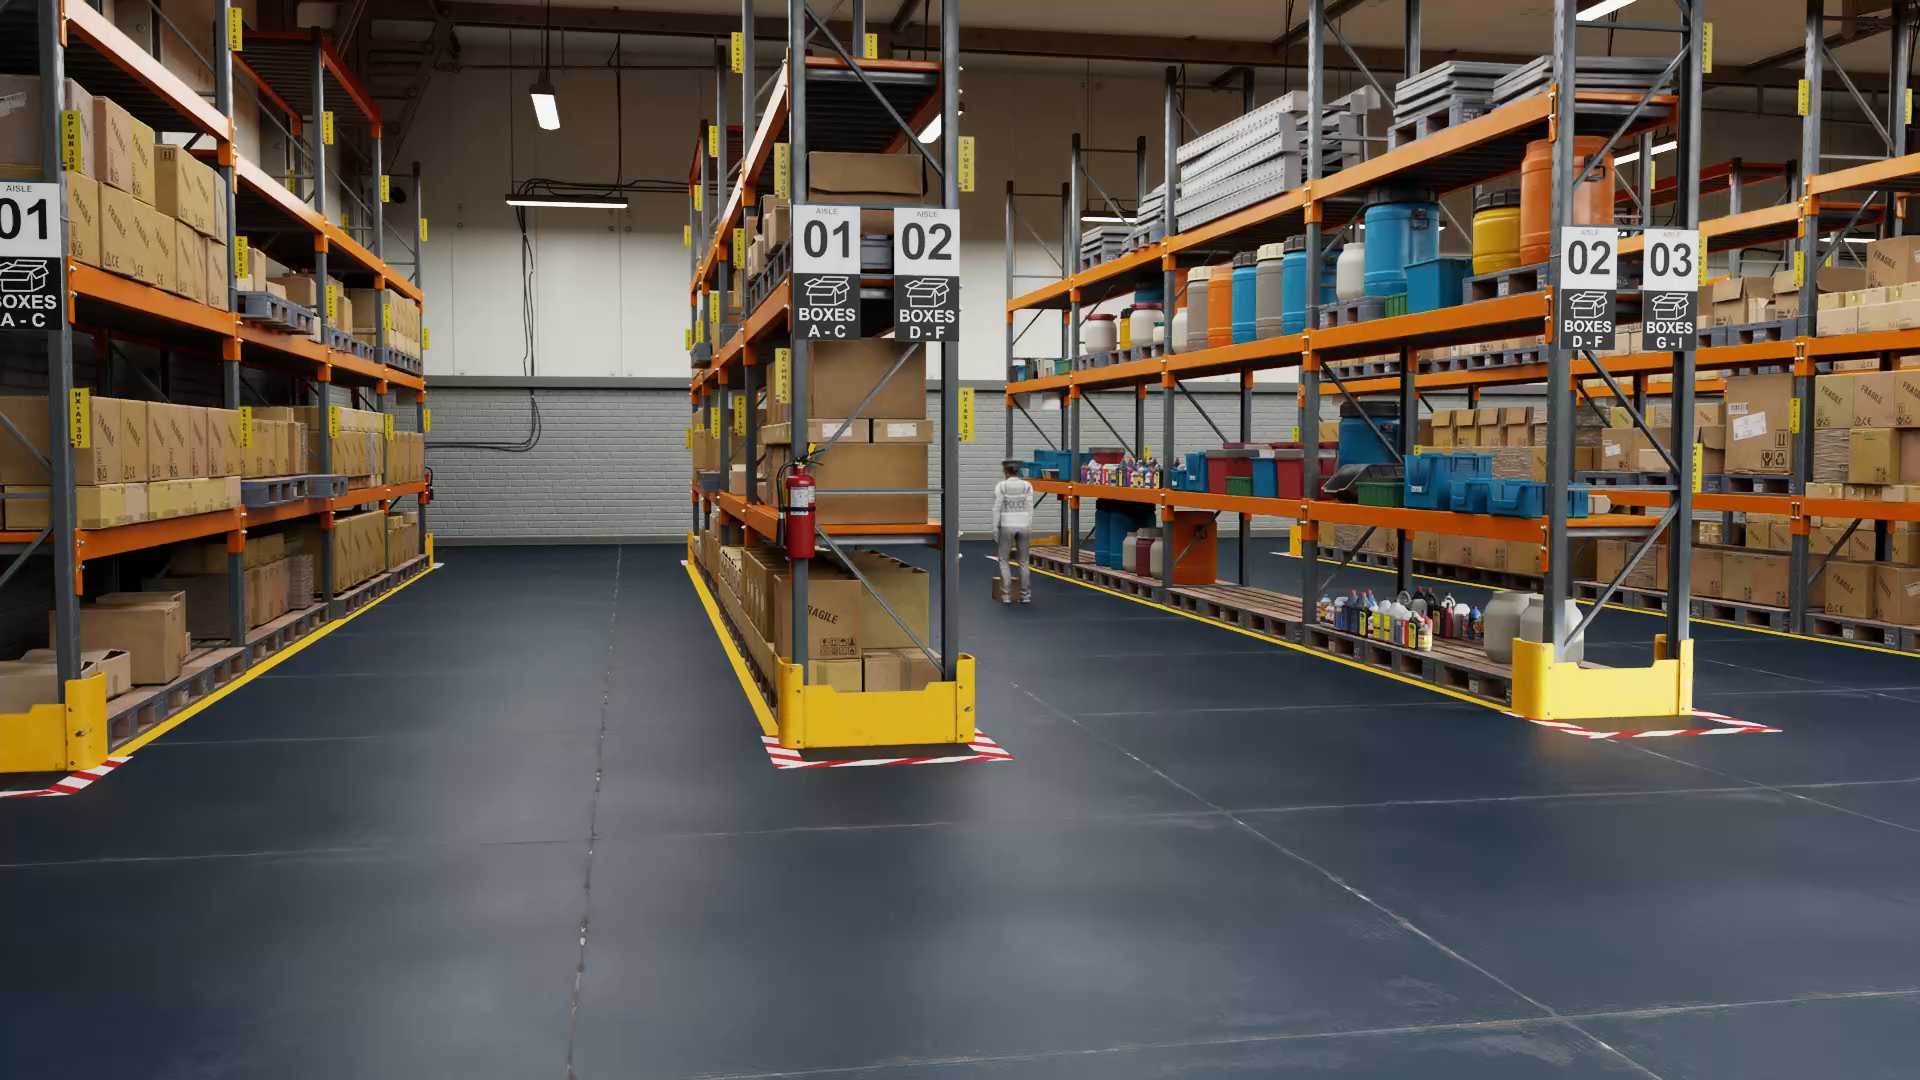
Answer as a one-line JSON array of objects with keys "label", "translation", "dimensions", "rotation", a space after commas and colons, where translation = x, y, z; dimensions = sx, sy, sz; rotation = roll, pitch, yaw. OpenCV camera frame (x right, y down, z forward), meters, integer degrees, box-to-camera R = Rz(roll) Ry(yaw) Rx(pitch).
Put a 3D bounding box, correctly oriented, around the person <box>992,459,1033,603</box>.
[{"label": "person", "translation": [0.600, -0.093, 19.060], "dimensions": [0.479, 1.655, 0.352], "rotation": [-1, 3, -10]}]
